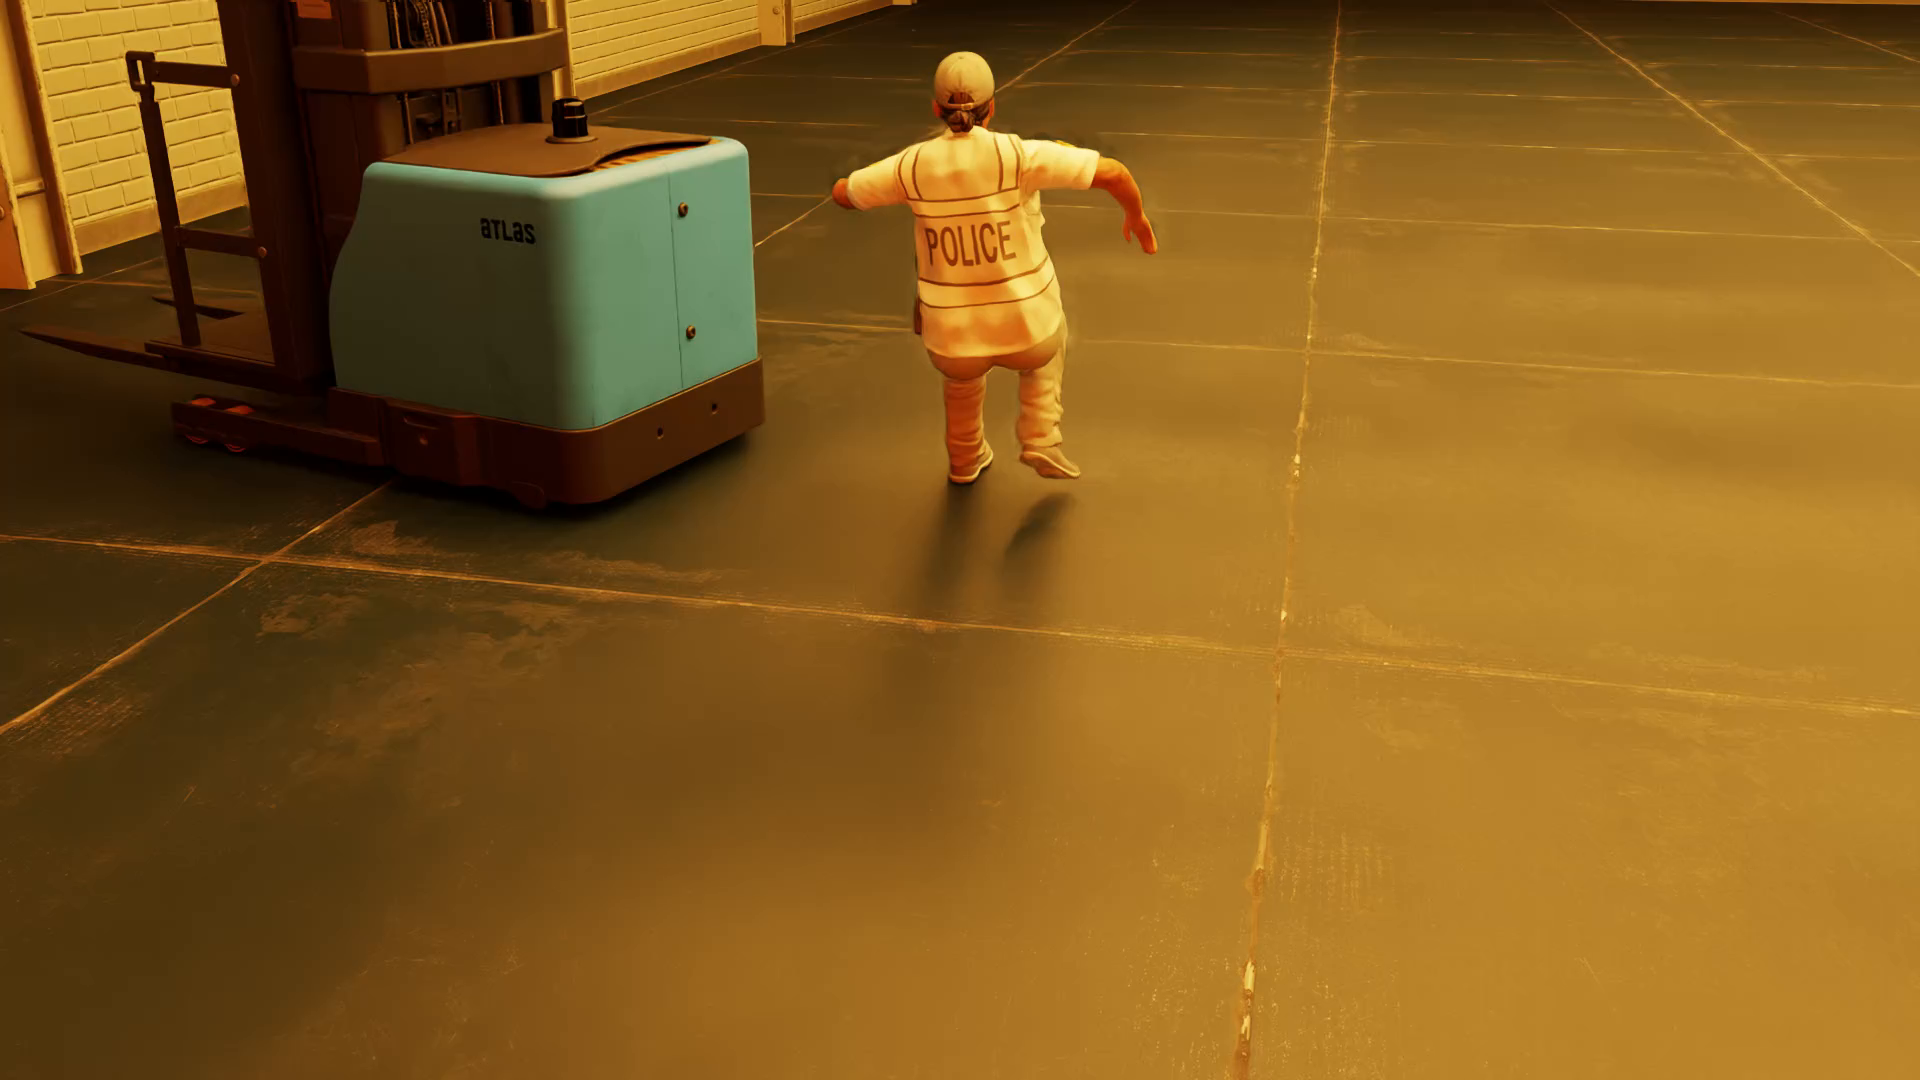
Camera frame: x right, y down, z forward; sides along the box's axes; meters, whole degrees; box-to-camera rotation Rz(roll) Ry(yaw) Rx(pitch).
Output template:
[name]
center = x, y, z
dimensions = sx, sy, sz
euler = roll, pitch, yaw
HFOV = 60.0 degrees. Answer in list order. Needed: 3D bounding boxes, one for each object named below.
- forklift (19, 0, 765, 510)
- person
[forklift]
center = -2.251, -1.831, 5.758
dimensions = 3.031, 2.935, 1.130
euler = 11, 25, 26
[person]
center = 0.108, -0.810, 5.214
dimensions = 0.995, 1.437, 0.822
euler = 1, 22, 2
